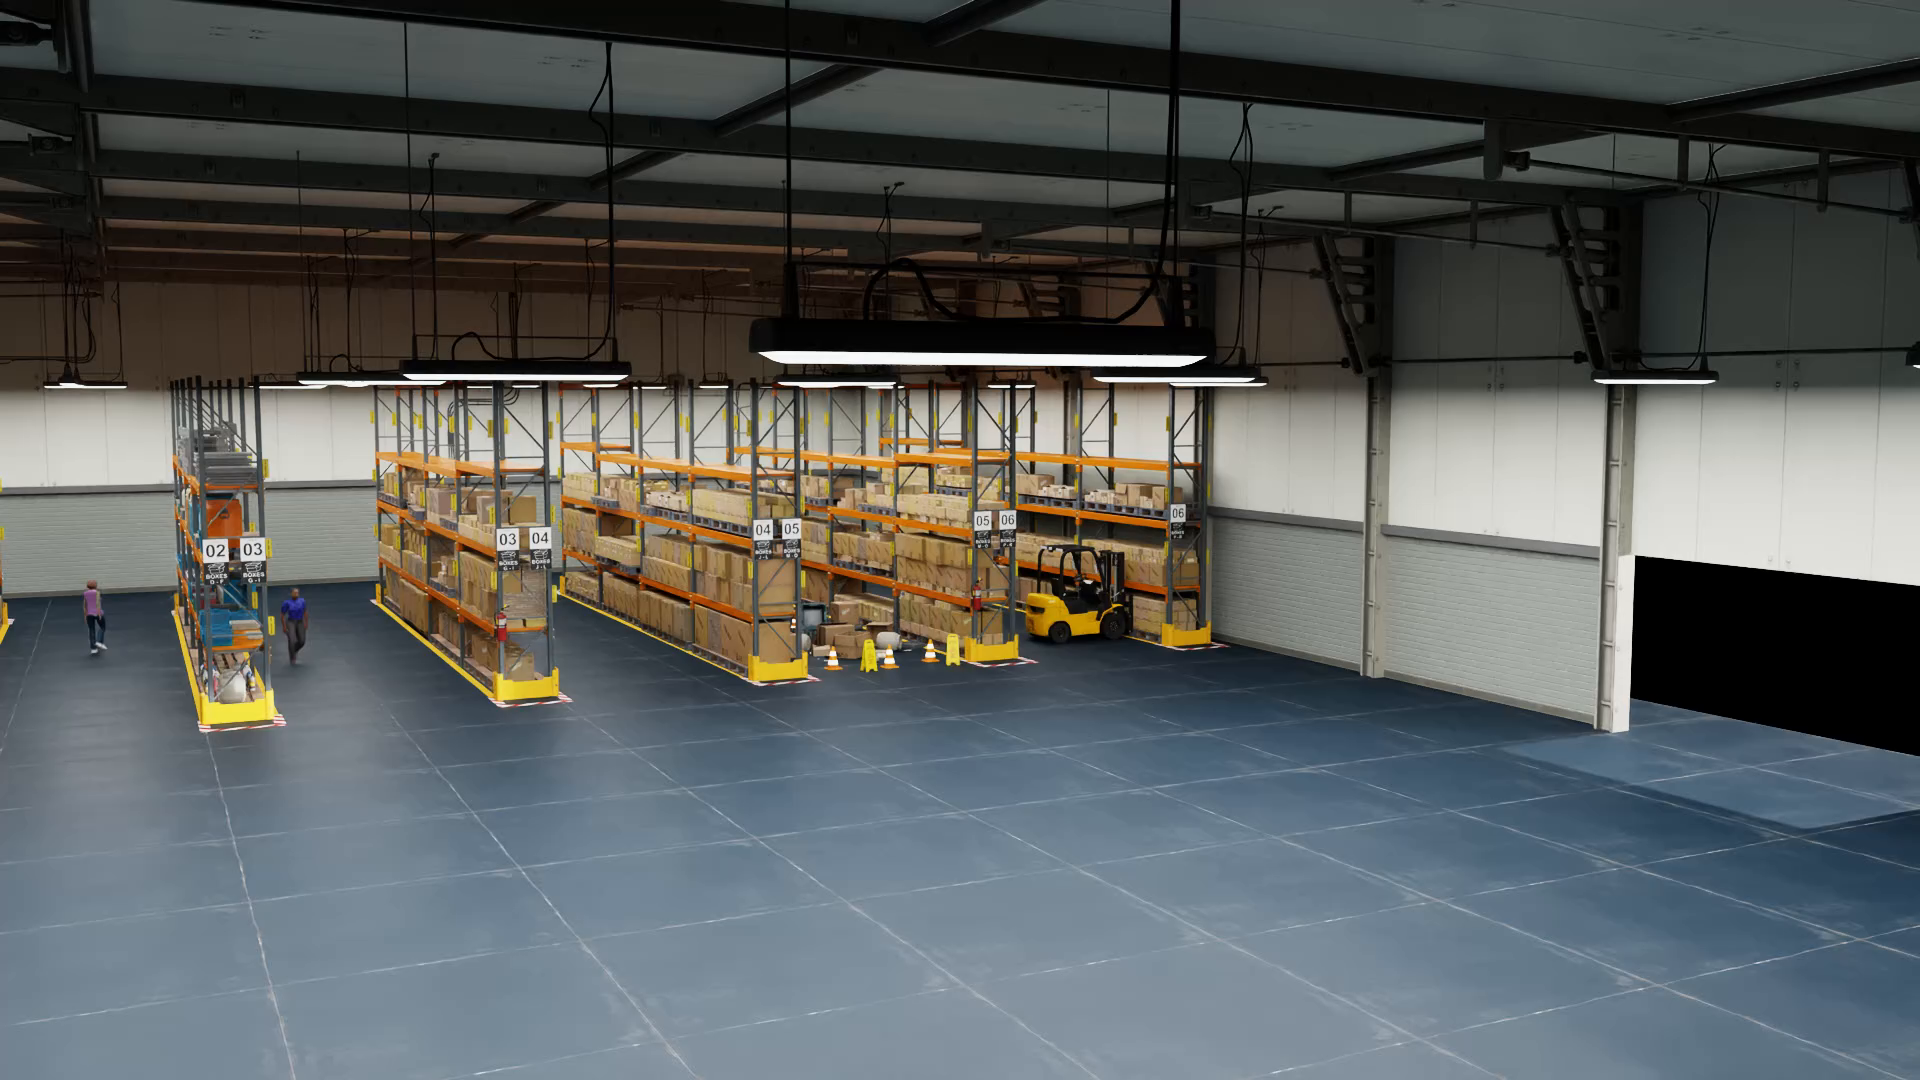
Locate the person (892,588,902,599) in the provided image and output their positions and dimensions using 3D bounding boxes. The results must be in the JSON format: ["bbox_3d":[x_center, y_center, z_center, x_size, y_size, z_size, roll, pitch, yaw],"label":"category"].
[{"bbox_3d":[-1.688,0.885,43.821,0.465,1.469,0.584,-3,6,-27],"label":"person"}]

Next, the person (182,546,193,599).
[{"bbox_3d":[-20.660,0.865,44.645,0.859,1.762,0.571,1,5,11],"label":"person"}]

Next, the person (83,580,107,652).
[{"bbox_3d":[-19.050,1.669,36.572,0.445,1.582,0.469,-1,5,-15],"label":"person"}]

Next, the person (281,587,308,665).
[{"bbox_3d":[-14.067,1.798,35.116,0.539,1.639,0.554,-4,6,-37],"label":"person"}]
